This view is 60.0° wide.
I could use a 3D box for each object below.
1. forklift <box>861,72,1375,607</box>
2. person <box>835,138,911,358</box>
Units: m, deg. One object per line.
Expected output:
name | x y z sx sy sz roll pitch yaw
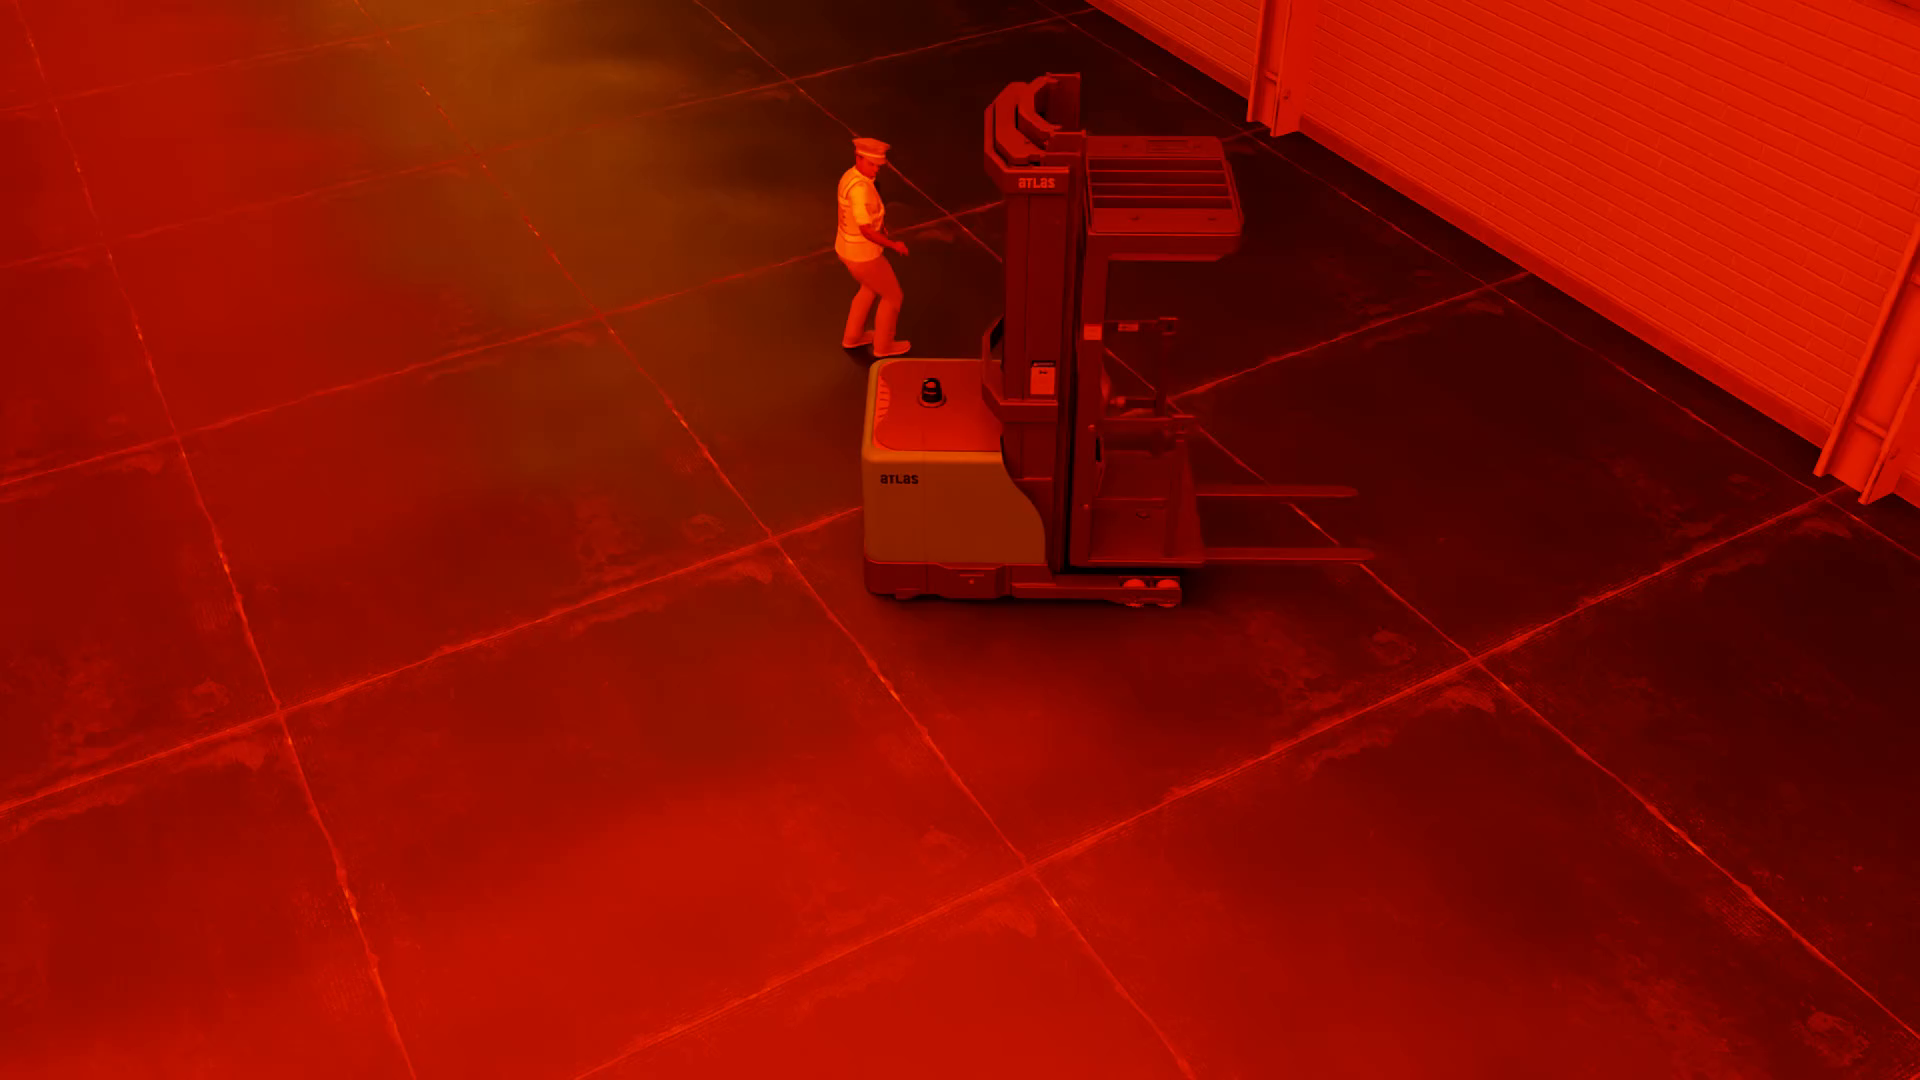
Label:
forklift | 0.953 -1.075 9.332 3.031 2.935 1.130 1 40 1
person | -0.626 -2.021 11.514 0.492 1.629 0.669 -14 42 -16
